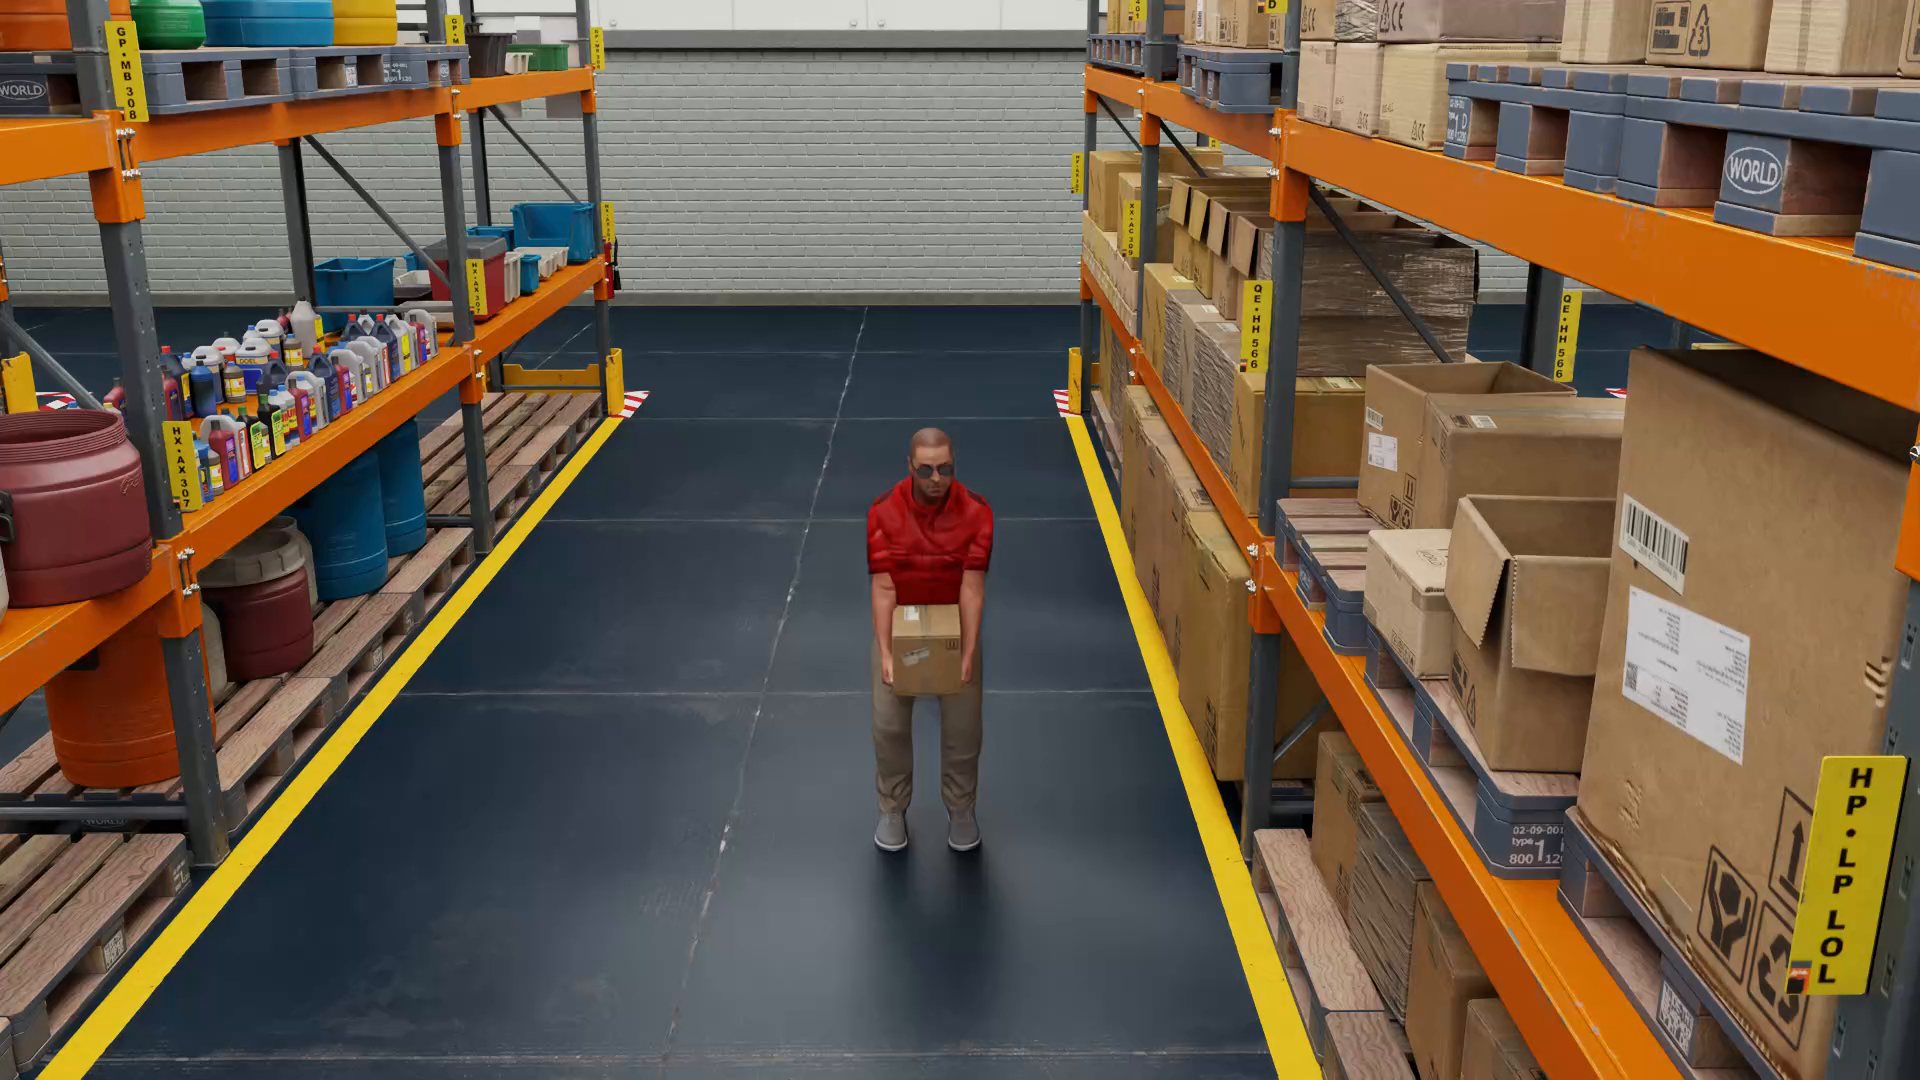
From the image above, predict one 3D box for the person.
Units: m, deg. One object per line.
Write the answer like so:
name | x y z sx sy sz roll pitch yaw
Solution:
person | -0.112 0.379 6.363 0.486 1.721 0.563 -1 17 -2
